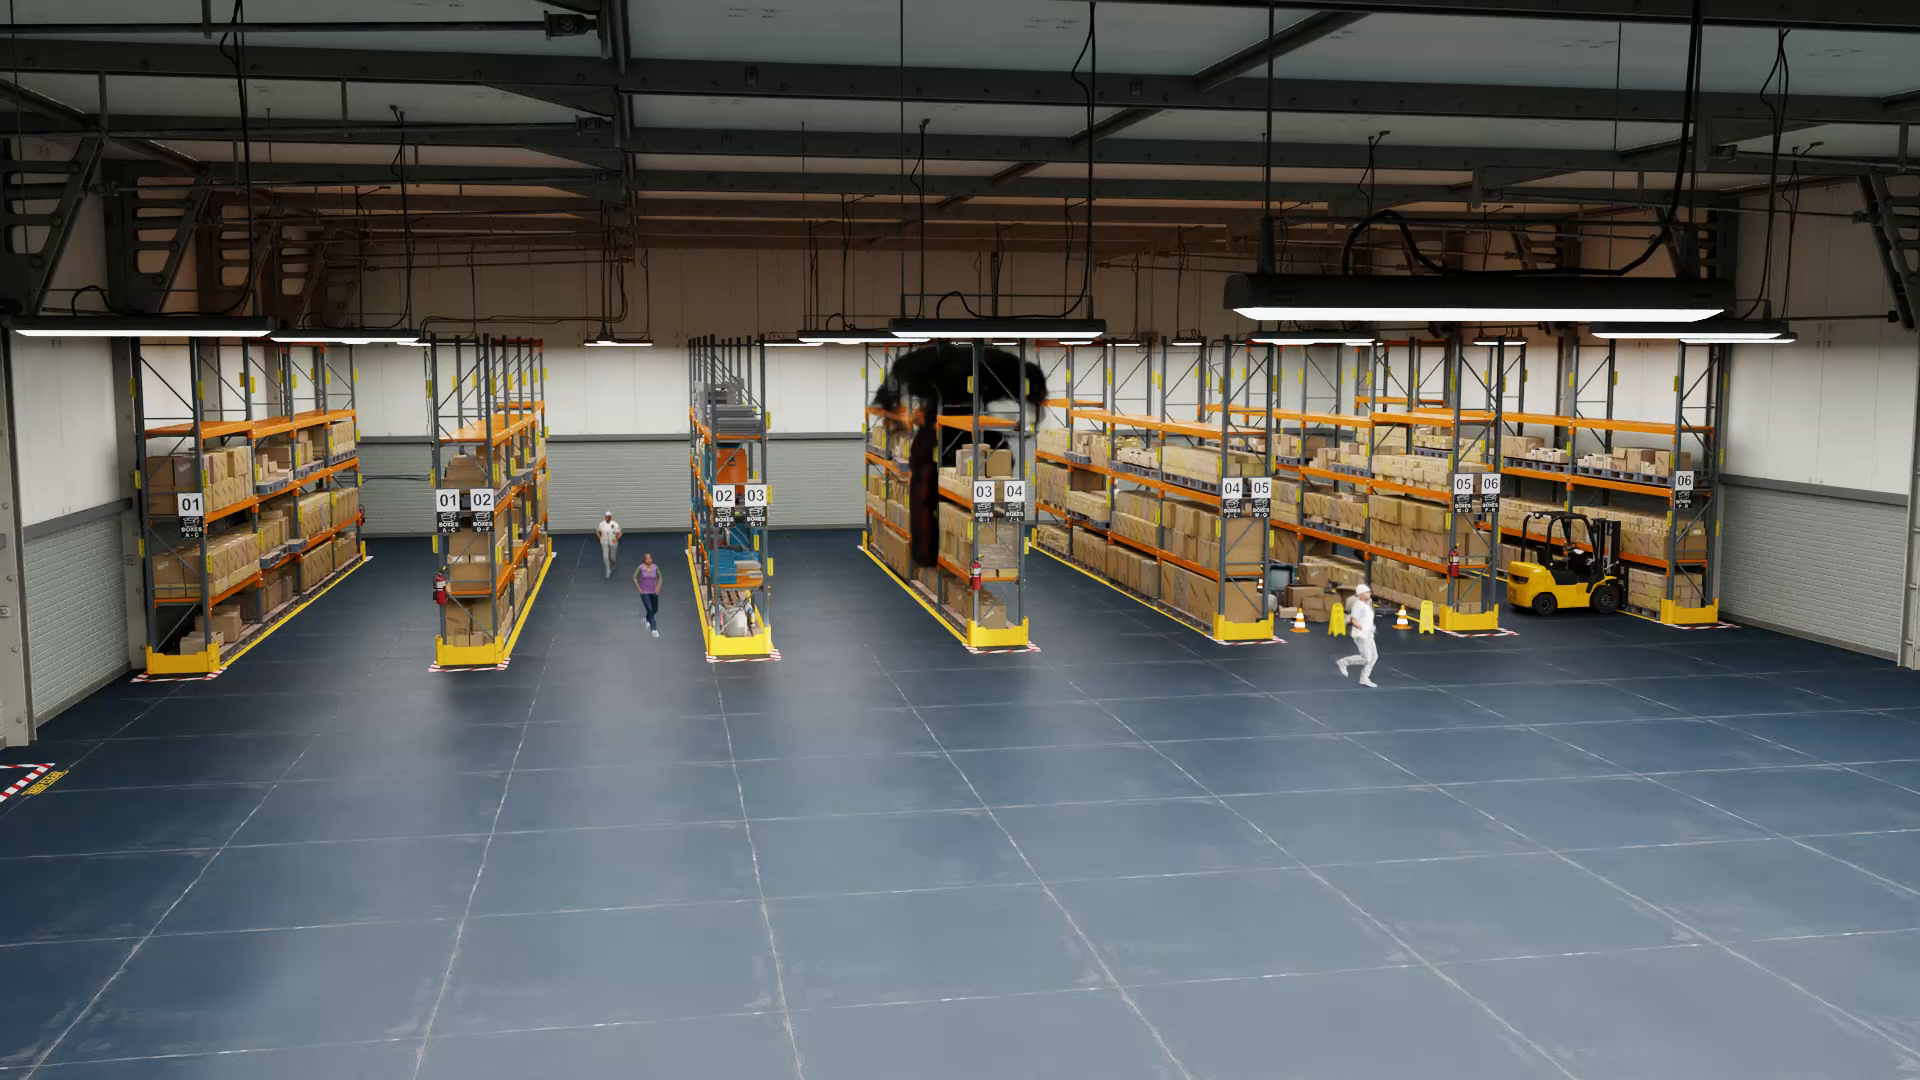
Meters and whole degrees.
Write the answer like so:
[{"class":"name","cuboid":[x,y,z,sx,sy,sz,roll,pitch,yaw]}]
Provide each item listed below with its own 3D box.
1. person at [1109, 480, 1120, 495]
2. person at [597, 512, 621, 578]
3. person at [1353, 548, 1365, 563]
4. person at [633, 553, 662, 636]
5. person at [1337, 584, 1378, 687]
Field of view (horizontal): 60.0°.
[{"class":"person","cuboid":[4.609,-0.933,50.228,0.939,1.779,0.690,-1,7,-9]},{"class":"person","cuboid":[-8.860,0.109,41.995,0.618,1.648,0.731,-1,7,-8]},{"class":"person","cuboid":[10.432,-0.056,42.916,0.704,1.735,0.724,-2,7,-14]},{"class":"person","cuboid":[-5.957,1.027,31.783,0.559,1.584,0.618,-3,7,-23]},{"class":"person","cuboid":[6.813,1.623,28.416,0.684,1.755,0.692,3,7,26]}]
